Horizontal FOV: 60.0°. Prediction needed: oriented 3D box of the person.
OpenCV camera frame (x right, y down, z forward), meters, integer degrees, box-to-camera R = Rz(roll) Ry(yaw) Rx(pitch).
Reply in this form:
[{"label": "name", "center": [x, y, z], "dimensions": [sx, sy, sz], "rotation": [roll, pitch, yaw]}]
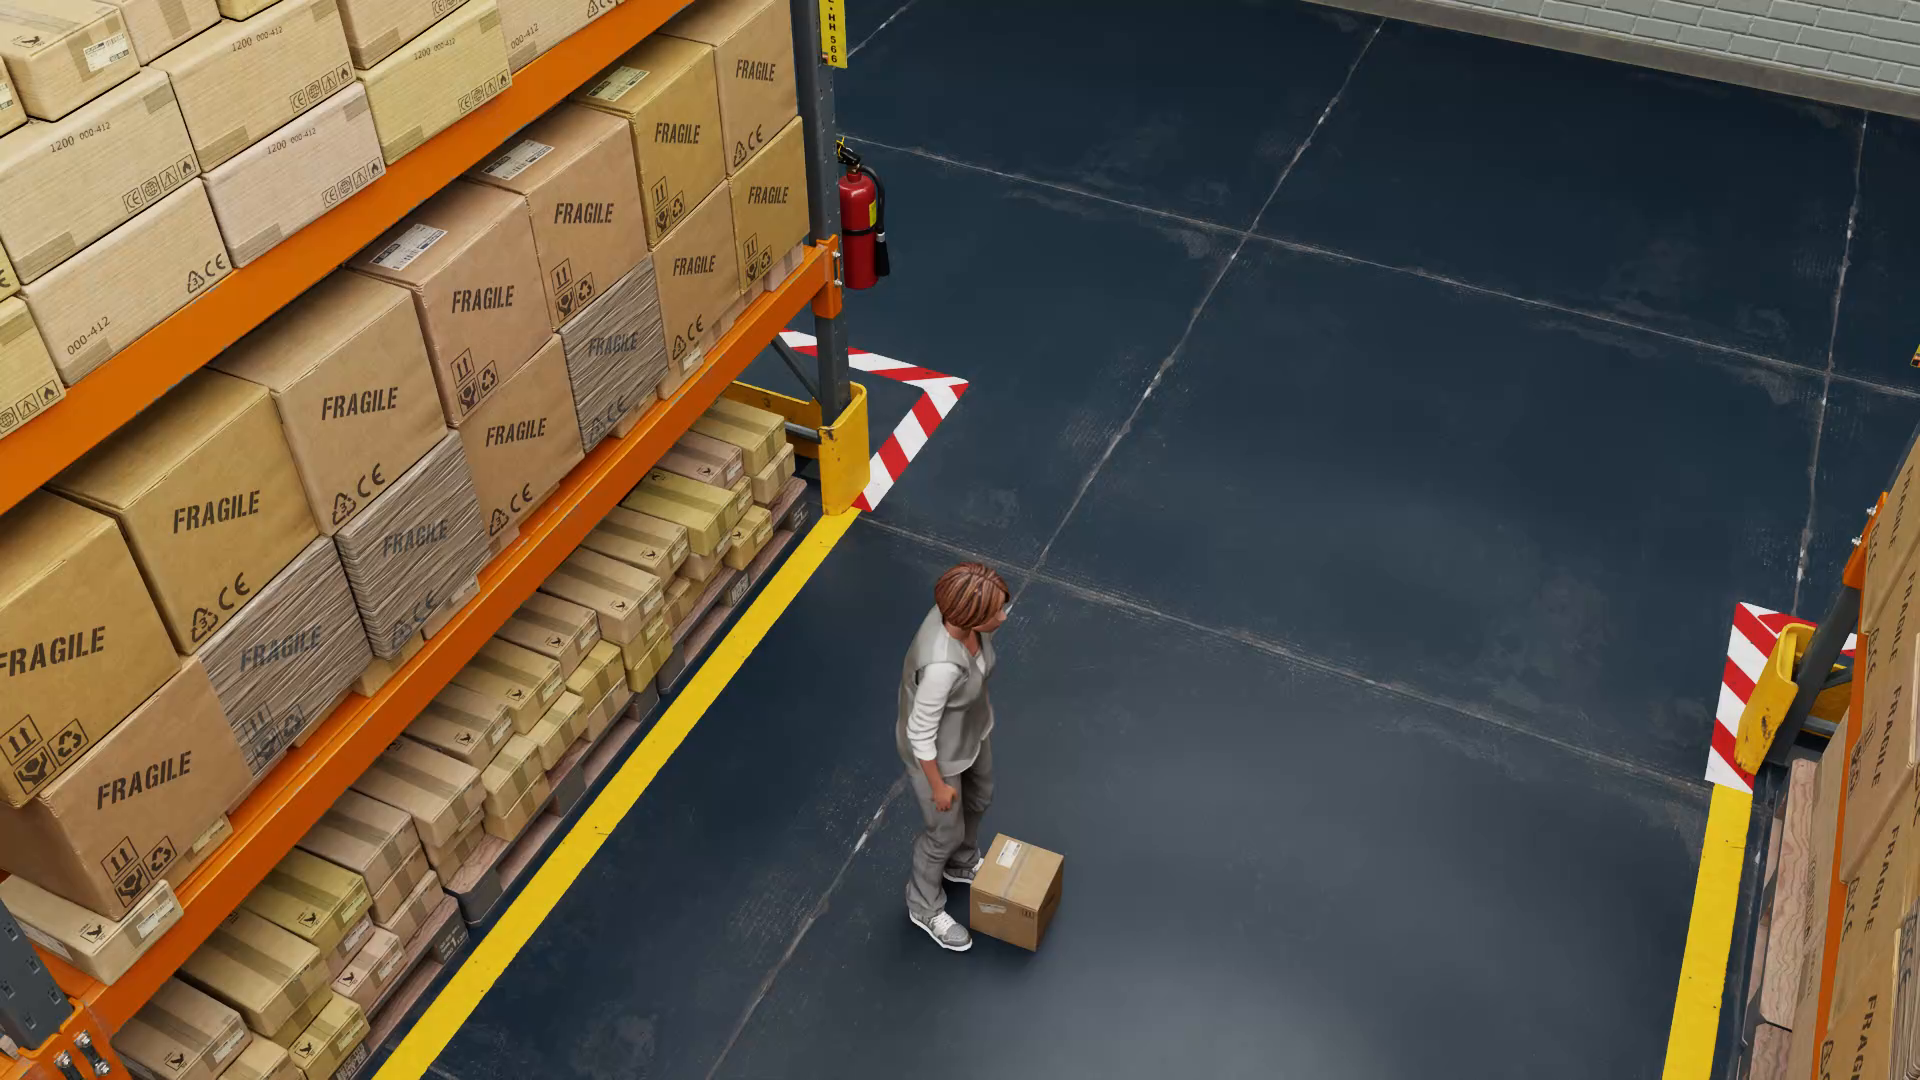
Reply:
[{"label": "person", "center": [-0.012, 0.679, 5.437], "dimensions": [0.370, 1.582, 0.484], "rotation": [15, 45, 16]}]
